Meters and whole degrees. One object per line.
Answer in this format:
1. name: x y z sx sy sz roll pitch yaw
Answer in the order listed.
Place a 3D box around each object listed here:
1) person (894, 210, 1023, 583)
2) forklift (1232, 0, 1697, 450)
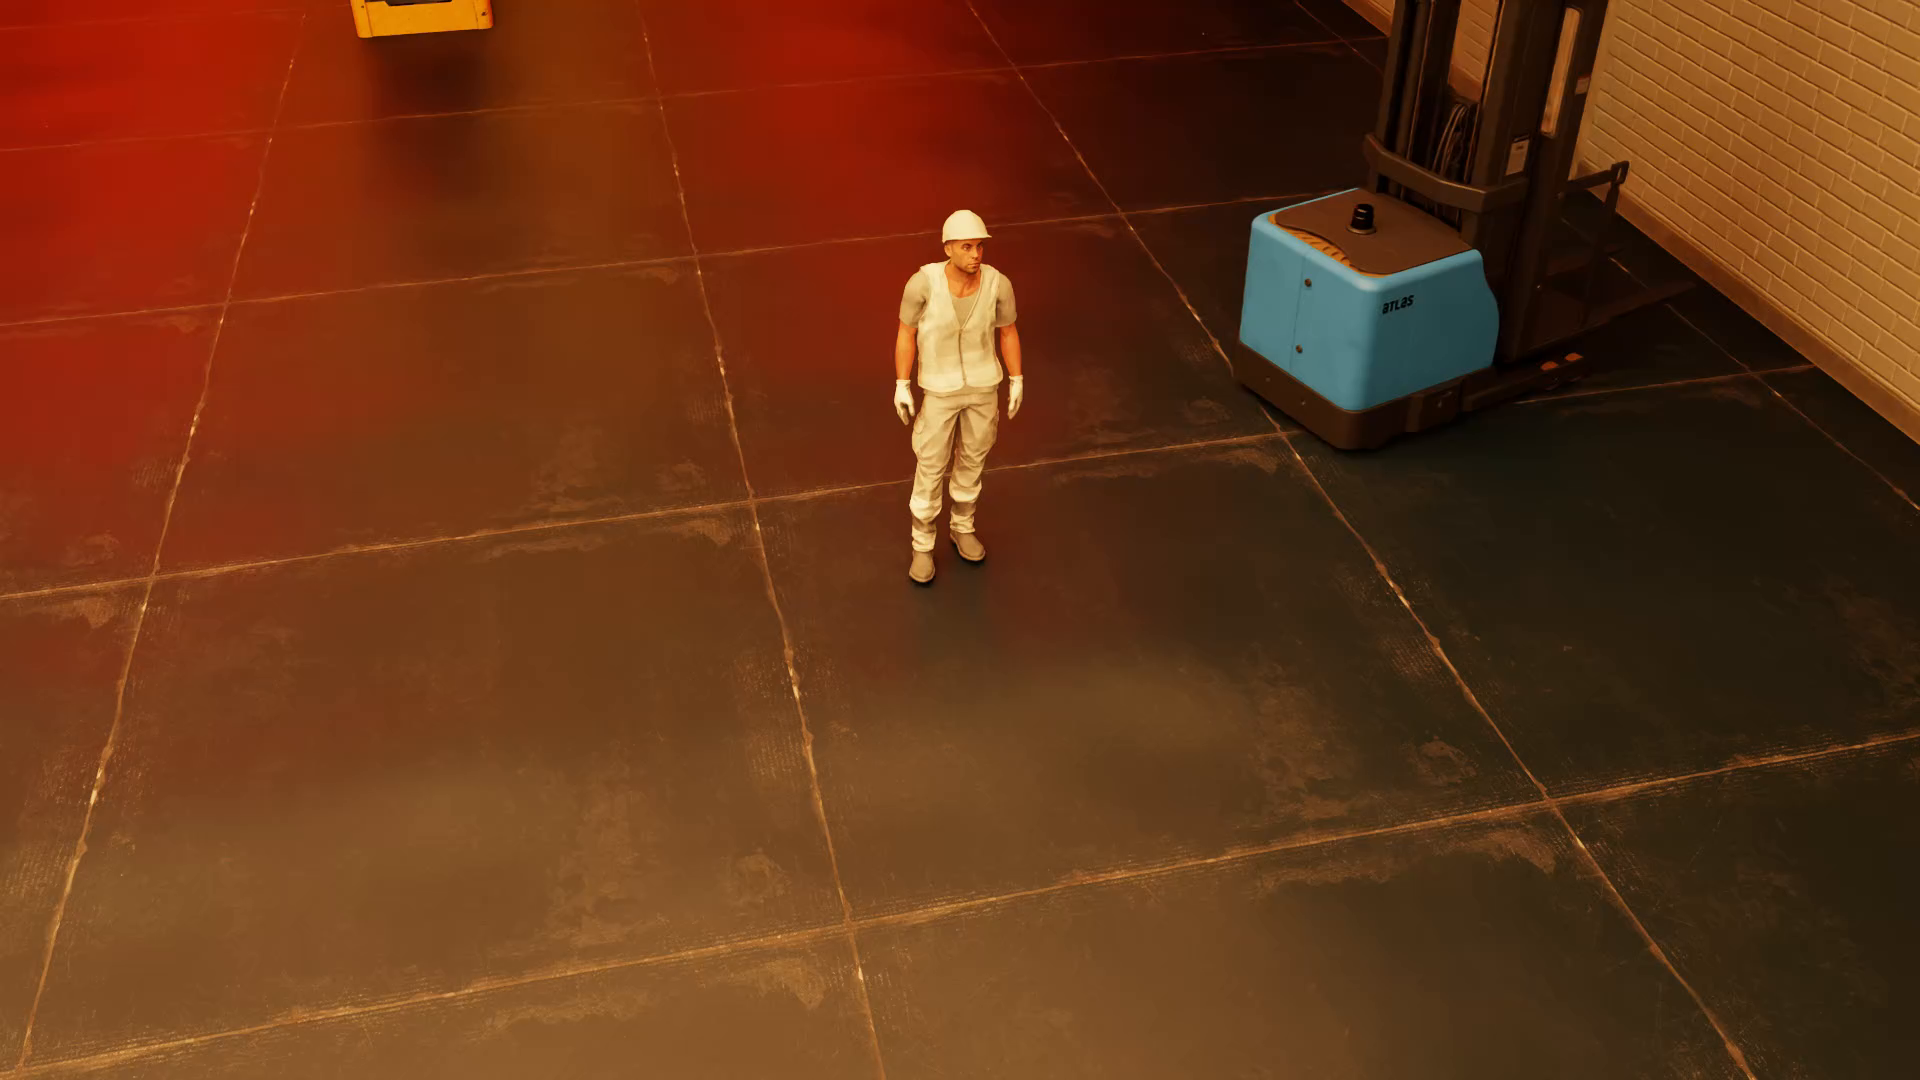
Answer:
1. person: 0.008 -0.684 7.967 0.638 1.789 0.562 -8 36 -11
2. forklift: 3.134 -2.317 9.269 3.031 2.935 1.130 -19 40 -25
